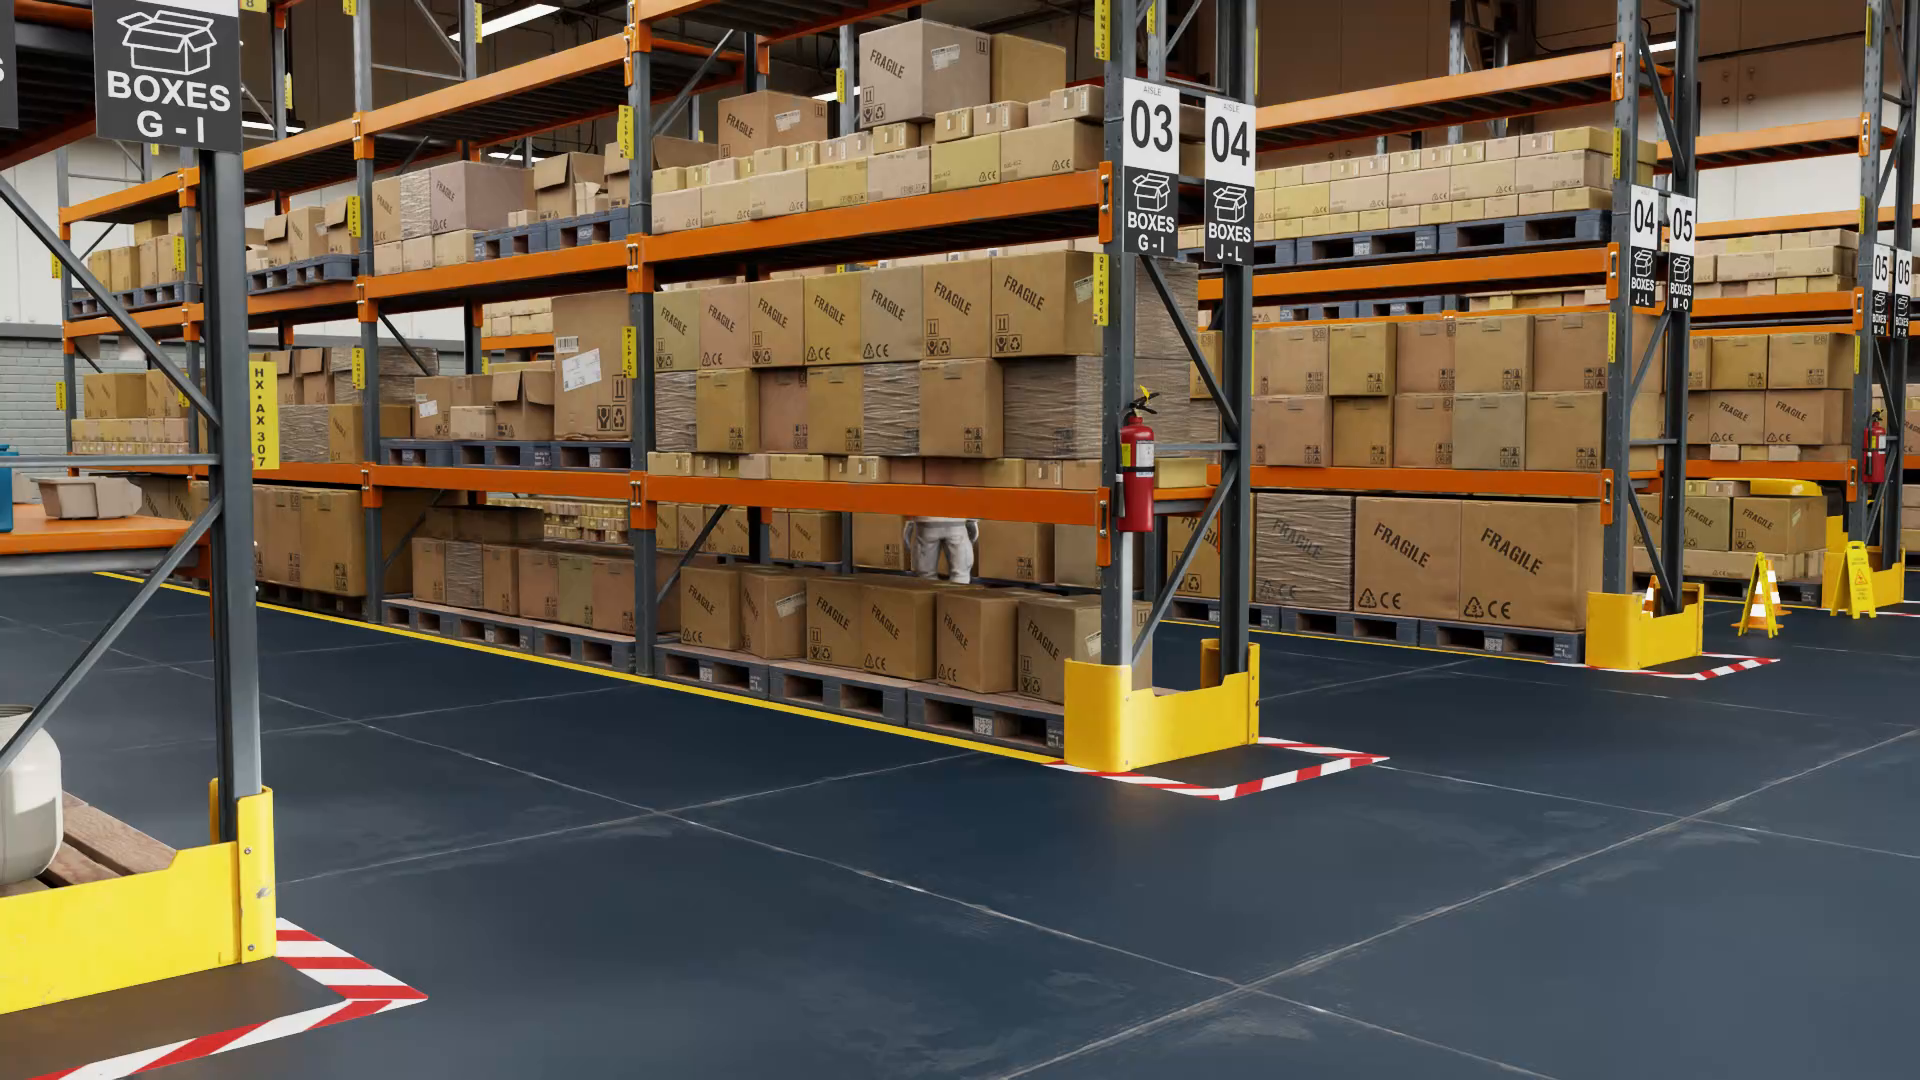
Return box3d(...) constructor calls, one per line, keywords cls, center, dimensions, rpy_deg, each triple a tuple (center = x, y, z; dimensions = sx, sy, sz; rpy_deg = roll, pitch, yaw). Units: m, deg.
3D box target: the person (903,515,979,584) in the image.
box3d(cls="person", center=(-0.135, -0.100, 11.954), dimensions=(0.557, 1.795, 0.609), rpy_deg=(0, 4, -6))
